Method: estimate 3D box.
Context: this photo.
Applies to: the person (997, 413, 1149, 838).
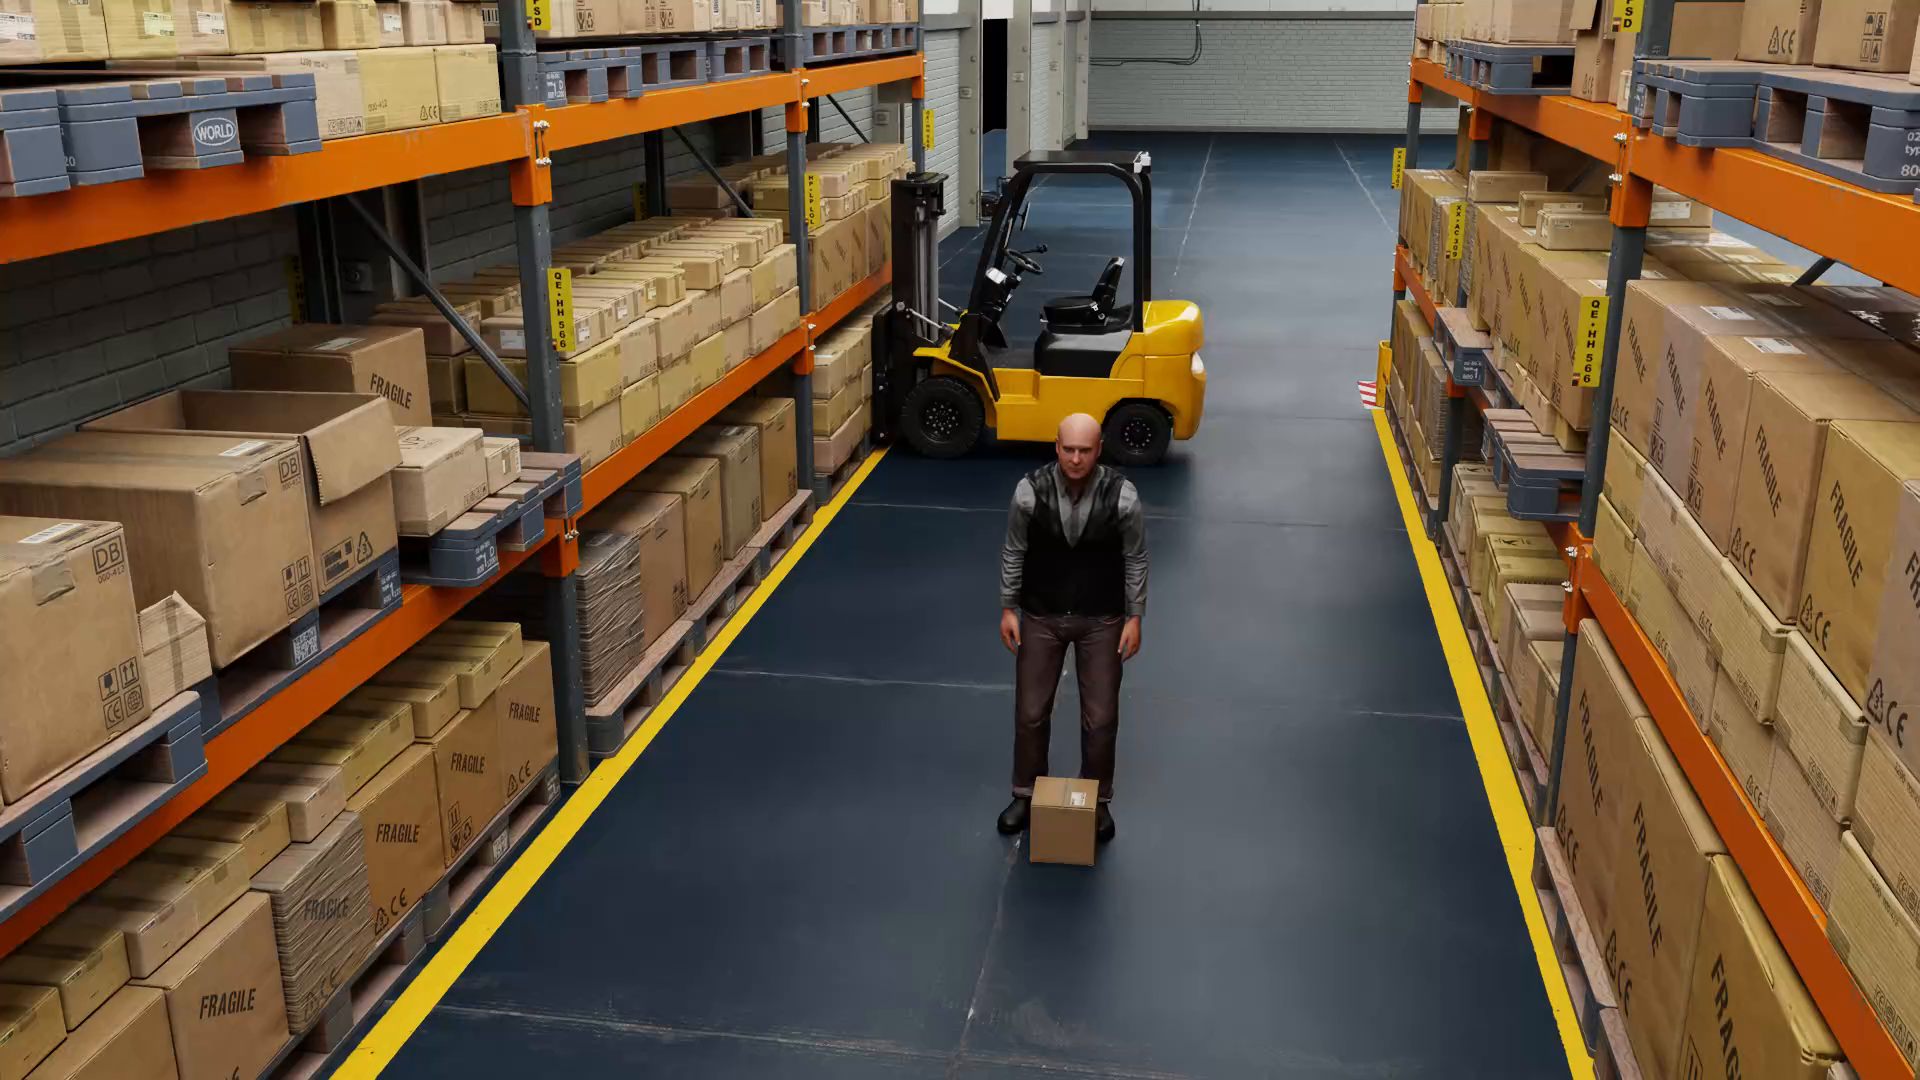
[{"bbox_3d":[0.447,0.320,6.590,0.580,1.721,0.414,3,18,9],"label":"person"}]
